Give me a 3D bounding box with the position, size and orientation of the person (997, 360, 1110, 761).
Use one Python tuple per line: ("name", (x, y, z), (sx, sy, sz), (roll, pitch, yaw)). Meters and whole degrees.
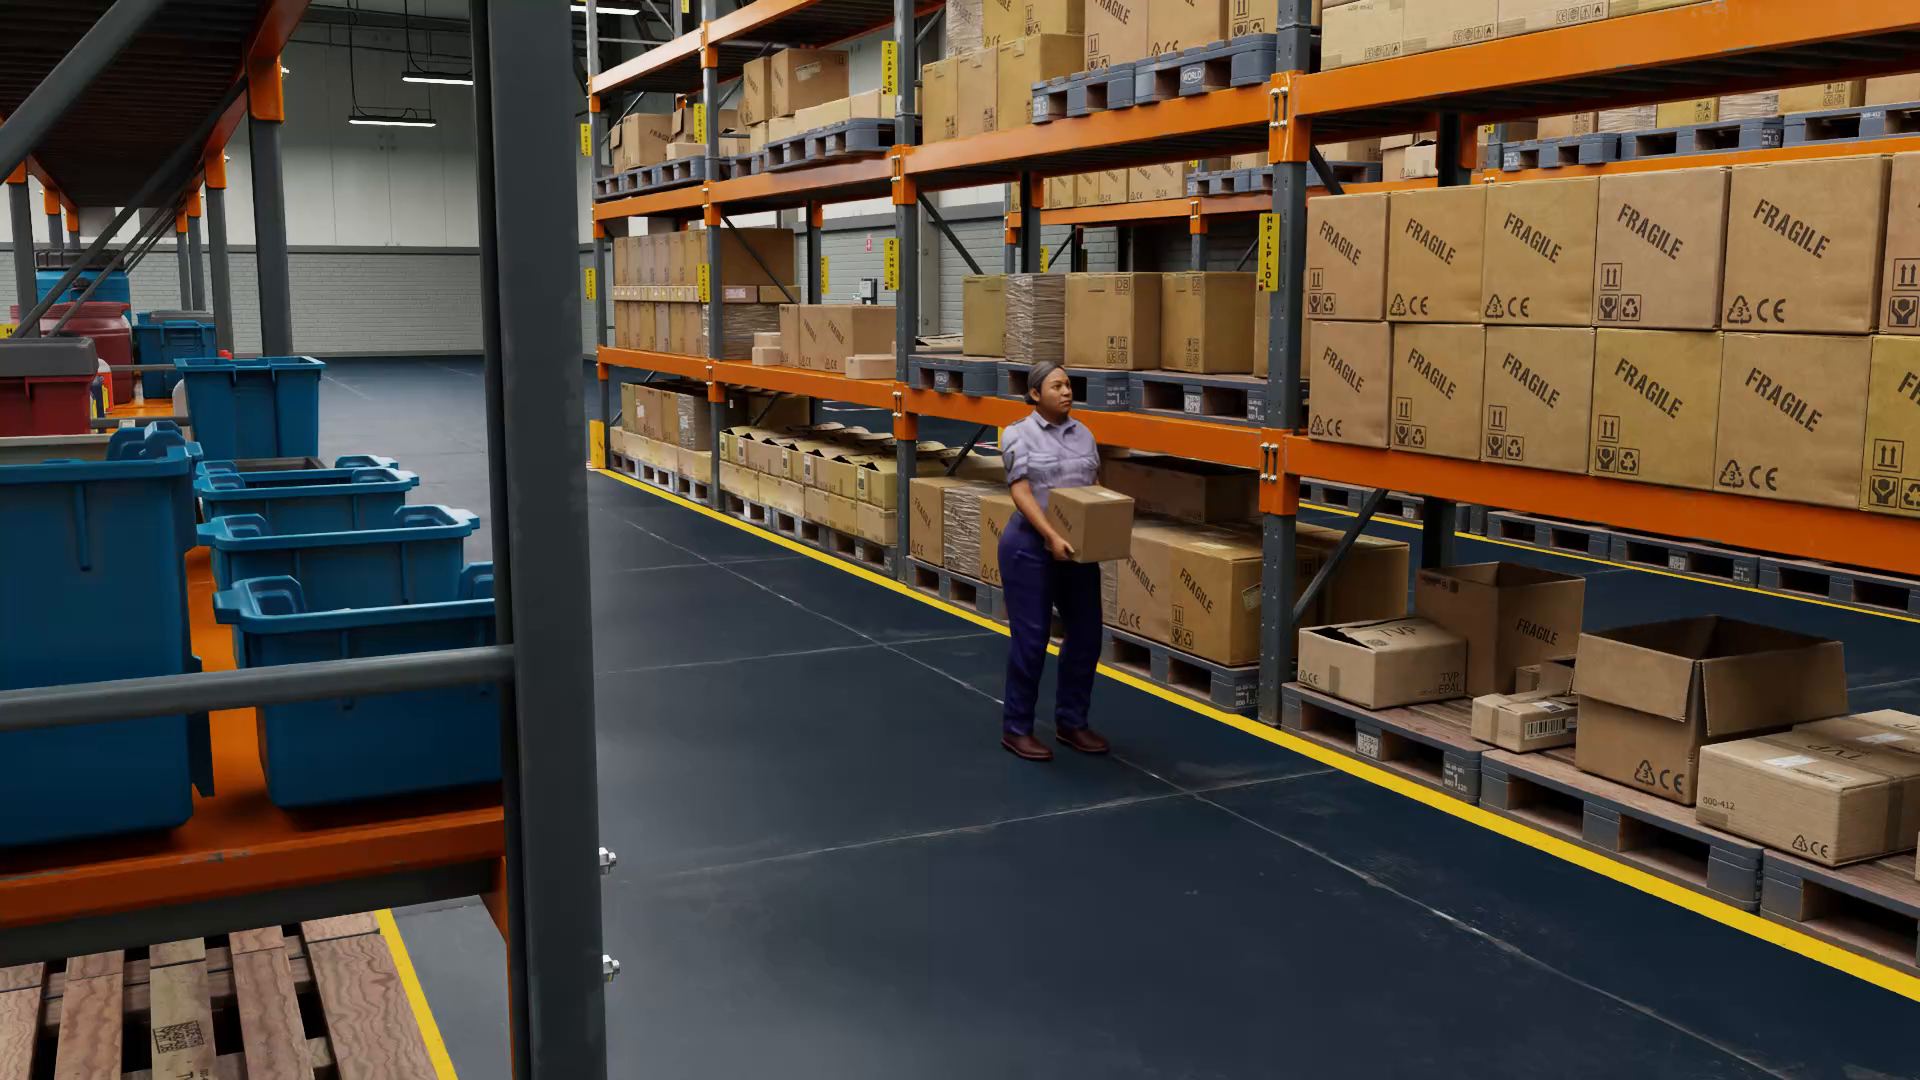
("person", (0.428, 0.083, 6.891), (0.453, 1.639, 0.520), (-5, 10, -32))
